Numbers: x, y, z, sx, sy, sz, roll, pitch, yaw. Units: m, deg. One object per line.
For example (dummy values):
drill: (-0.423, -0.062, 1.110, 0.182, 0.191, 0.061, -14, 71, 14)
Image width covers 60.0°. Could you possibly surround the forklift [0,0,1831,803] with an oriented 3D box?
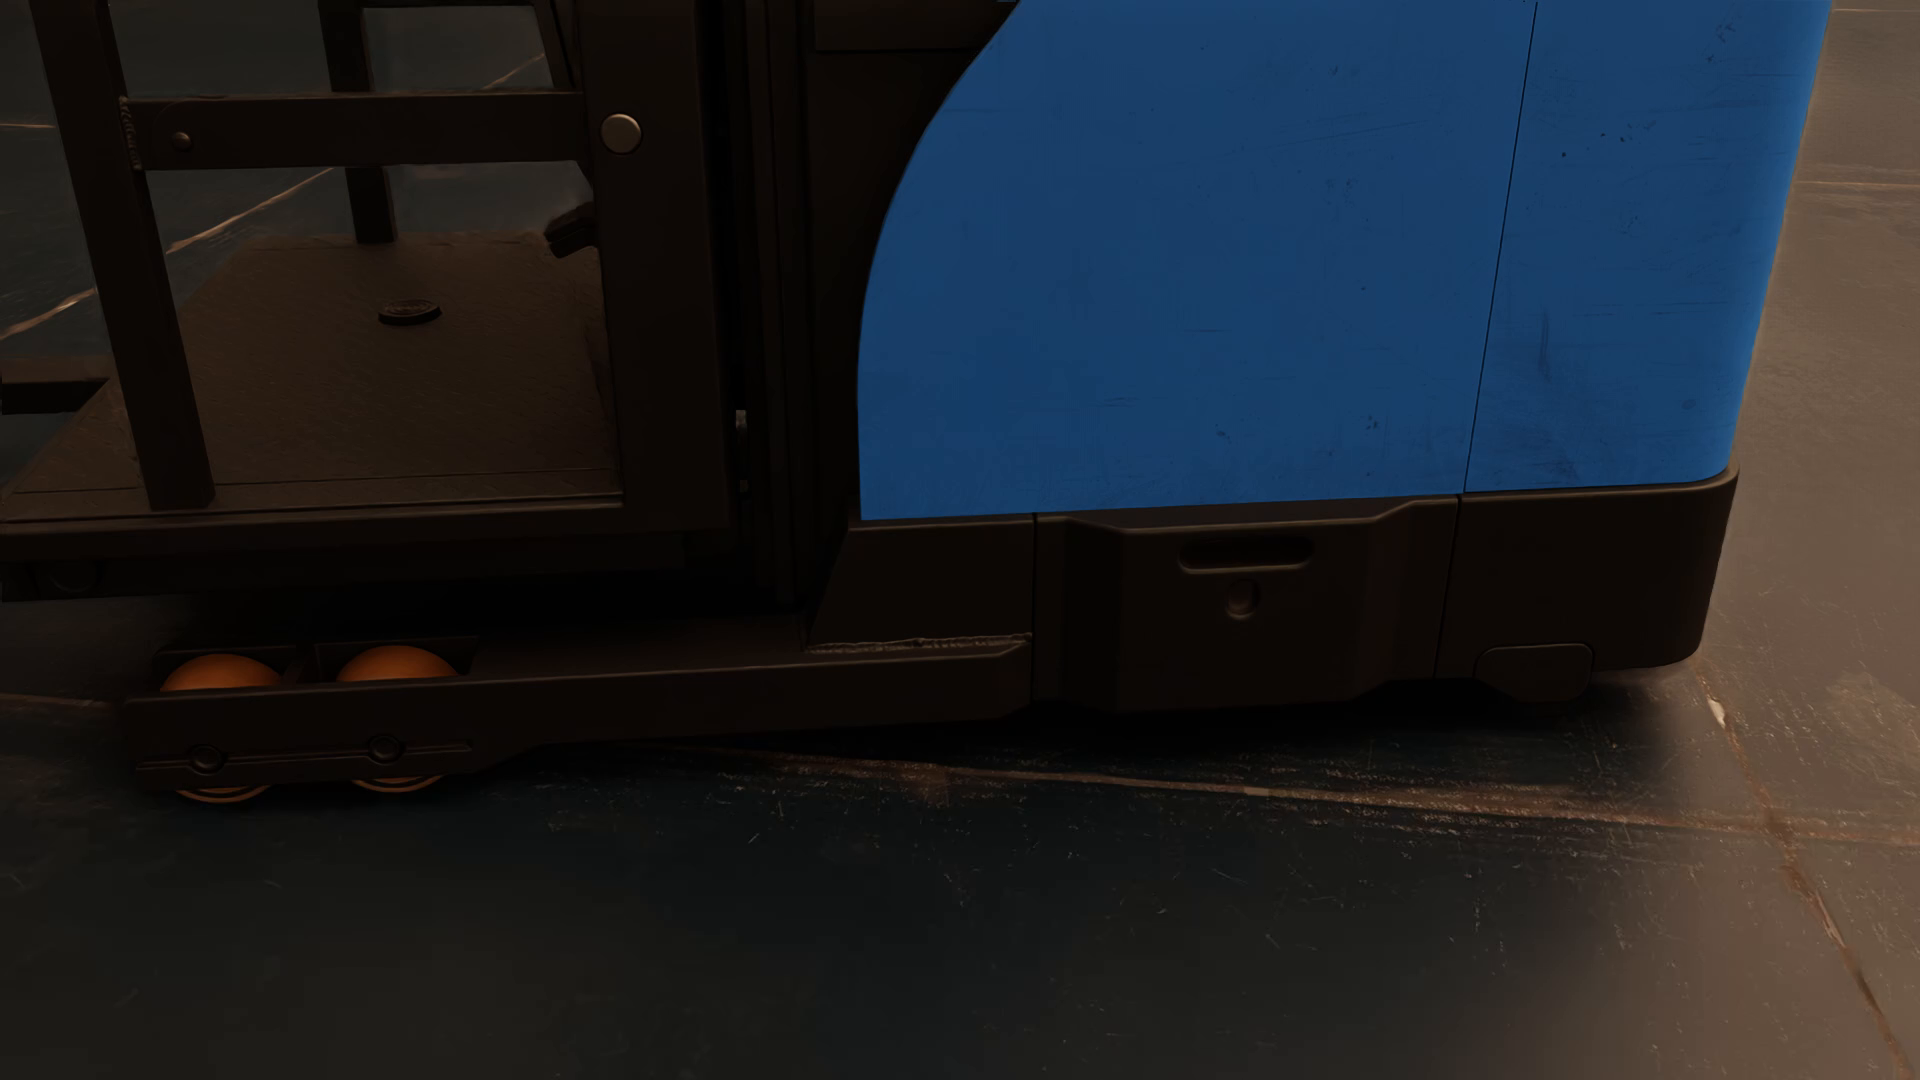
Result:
forklift: (-0.614, -1.260, 1.742, 3.031, 2.935, 1.130, -3, 27, -5)
